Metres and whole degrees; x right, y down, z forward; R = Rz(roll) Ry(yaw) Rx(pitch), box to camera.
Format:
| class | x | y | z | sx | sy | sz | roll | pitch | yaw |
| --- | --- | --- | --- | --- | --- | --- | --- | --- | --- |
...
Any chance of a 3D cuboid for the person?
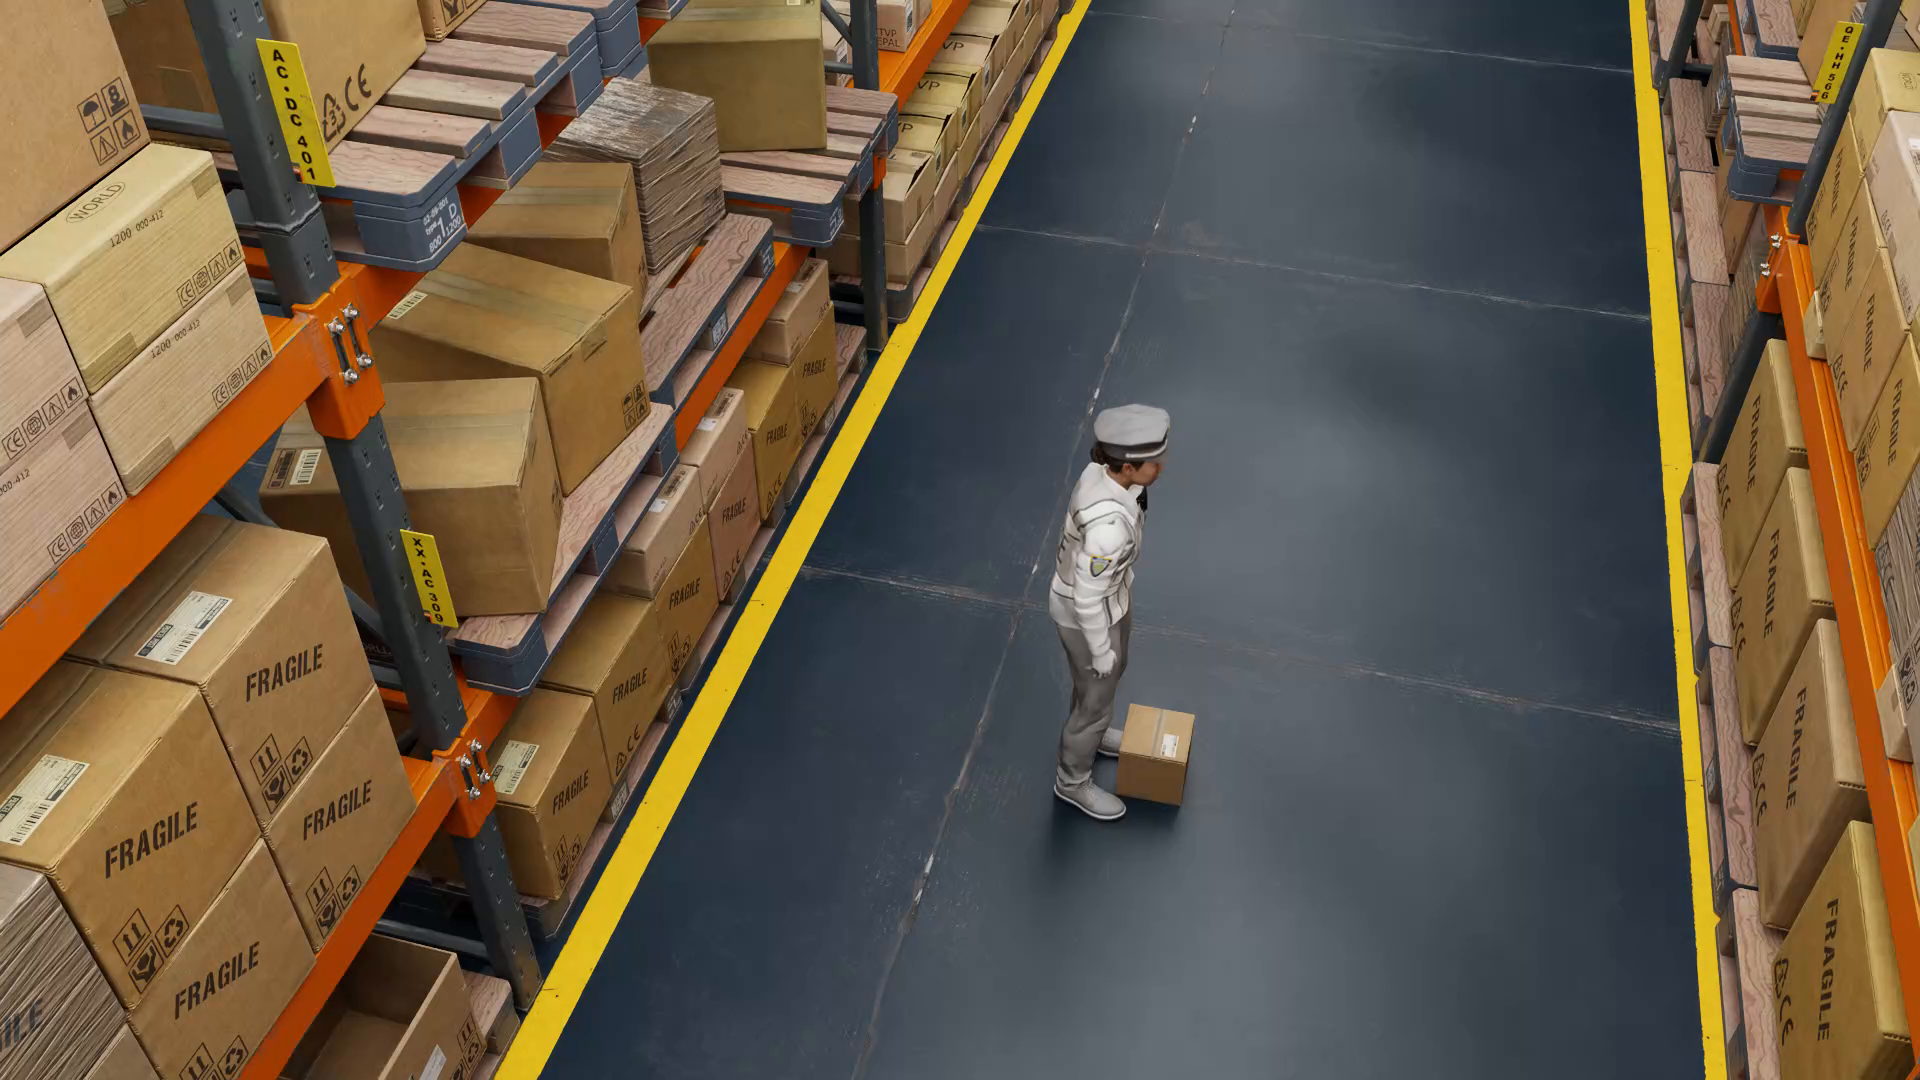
| class | x | y | z | sx | sy | sz | roll | pitch | yaw |
| --- | --- | --- | --- | --- | --- | --- | --- | --- | --- |
| person | 0.504 | 0.242 | 5.880 | 0.376 | 1.662 | 0.543 | 8 | 42 | 9 |
